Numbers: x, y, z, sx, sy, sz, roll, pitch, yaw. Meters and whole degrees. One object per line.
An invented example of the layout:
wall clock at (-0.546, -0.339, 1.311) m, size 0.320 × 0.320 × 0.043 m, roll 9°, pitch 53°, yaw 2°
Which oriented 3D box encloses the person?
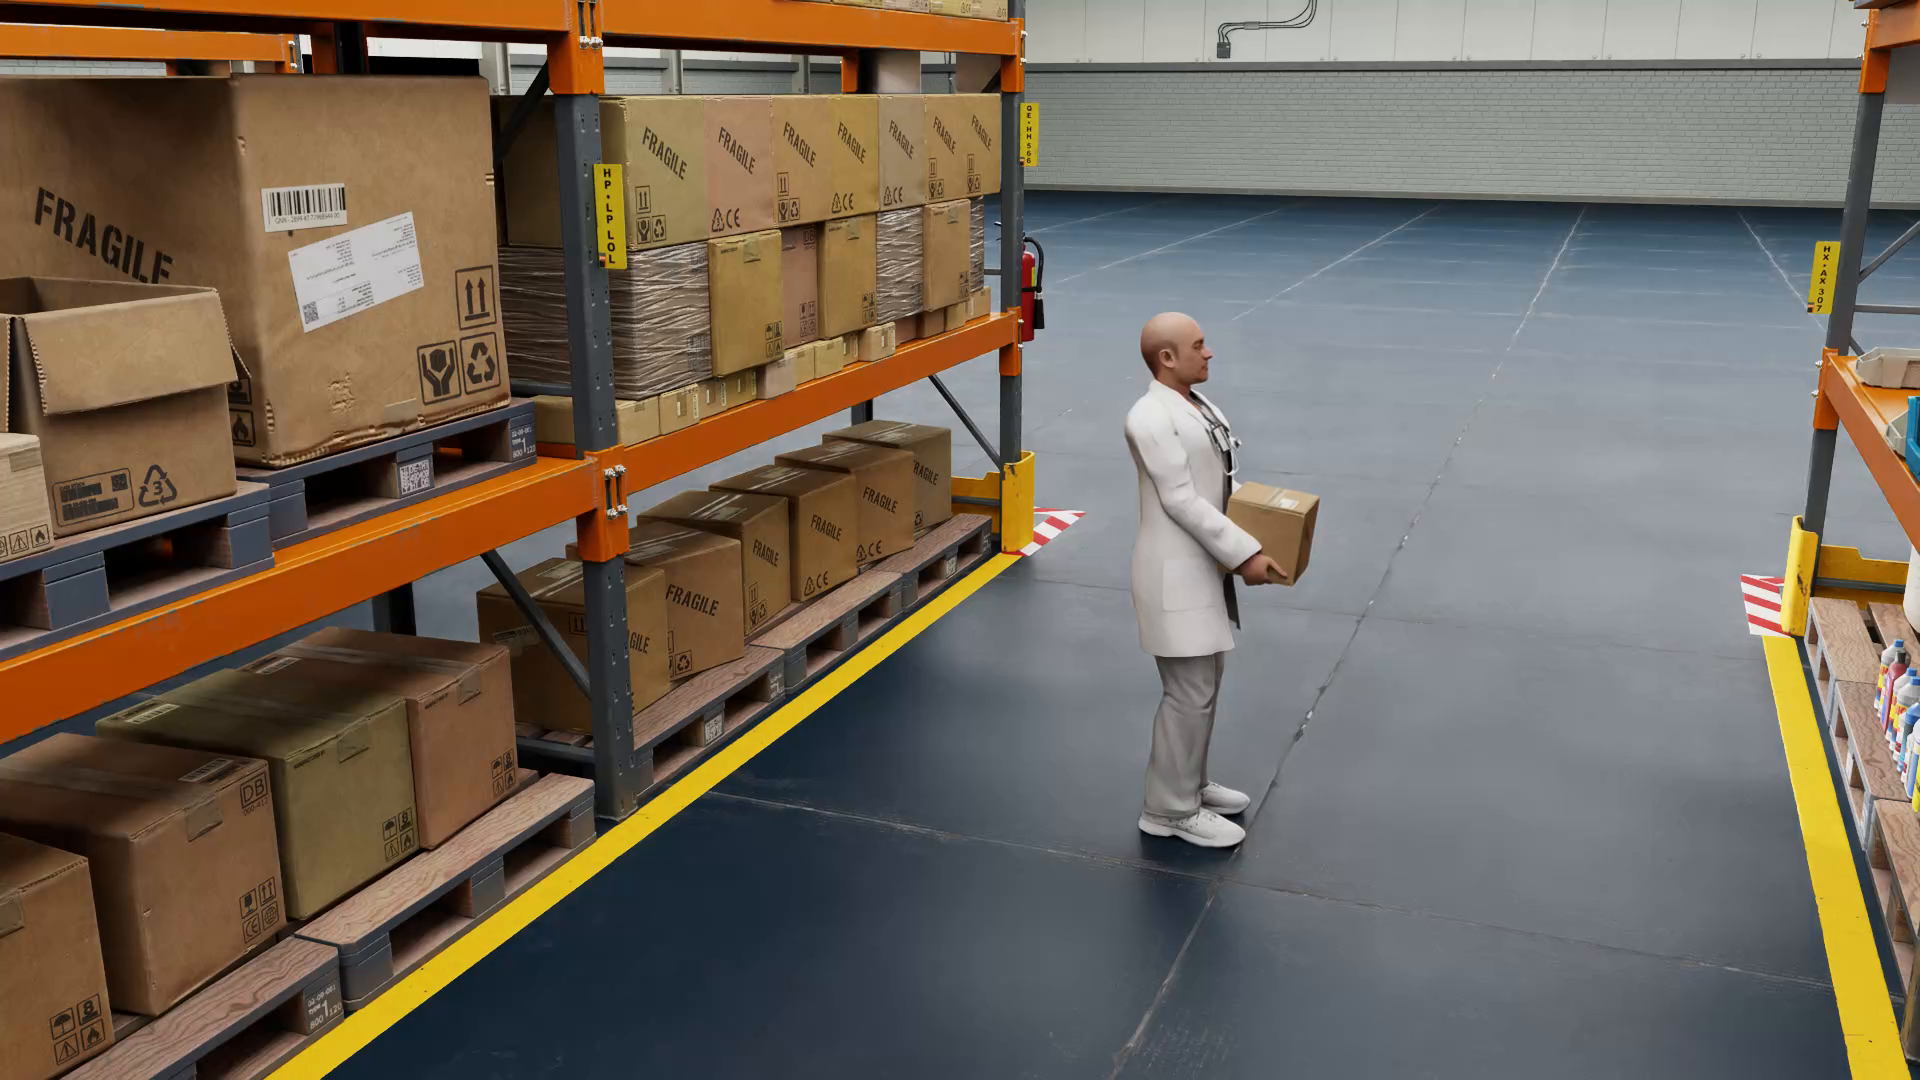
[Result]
person at (0.842, 0.132, 5.571) m, size 0.555 × 1.769 × 0.527 m, roll 6°, pitch 16°, yaw 21°
